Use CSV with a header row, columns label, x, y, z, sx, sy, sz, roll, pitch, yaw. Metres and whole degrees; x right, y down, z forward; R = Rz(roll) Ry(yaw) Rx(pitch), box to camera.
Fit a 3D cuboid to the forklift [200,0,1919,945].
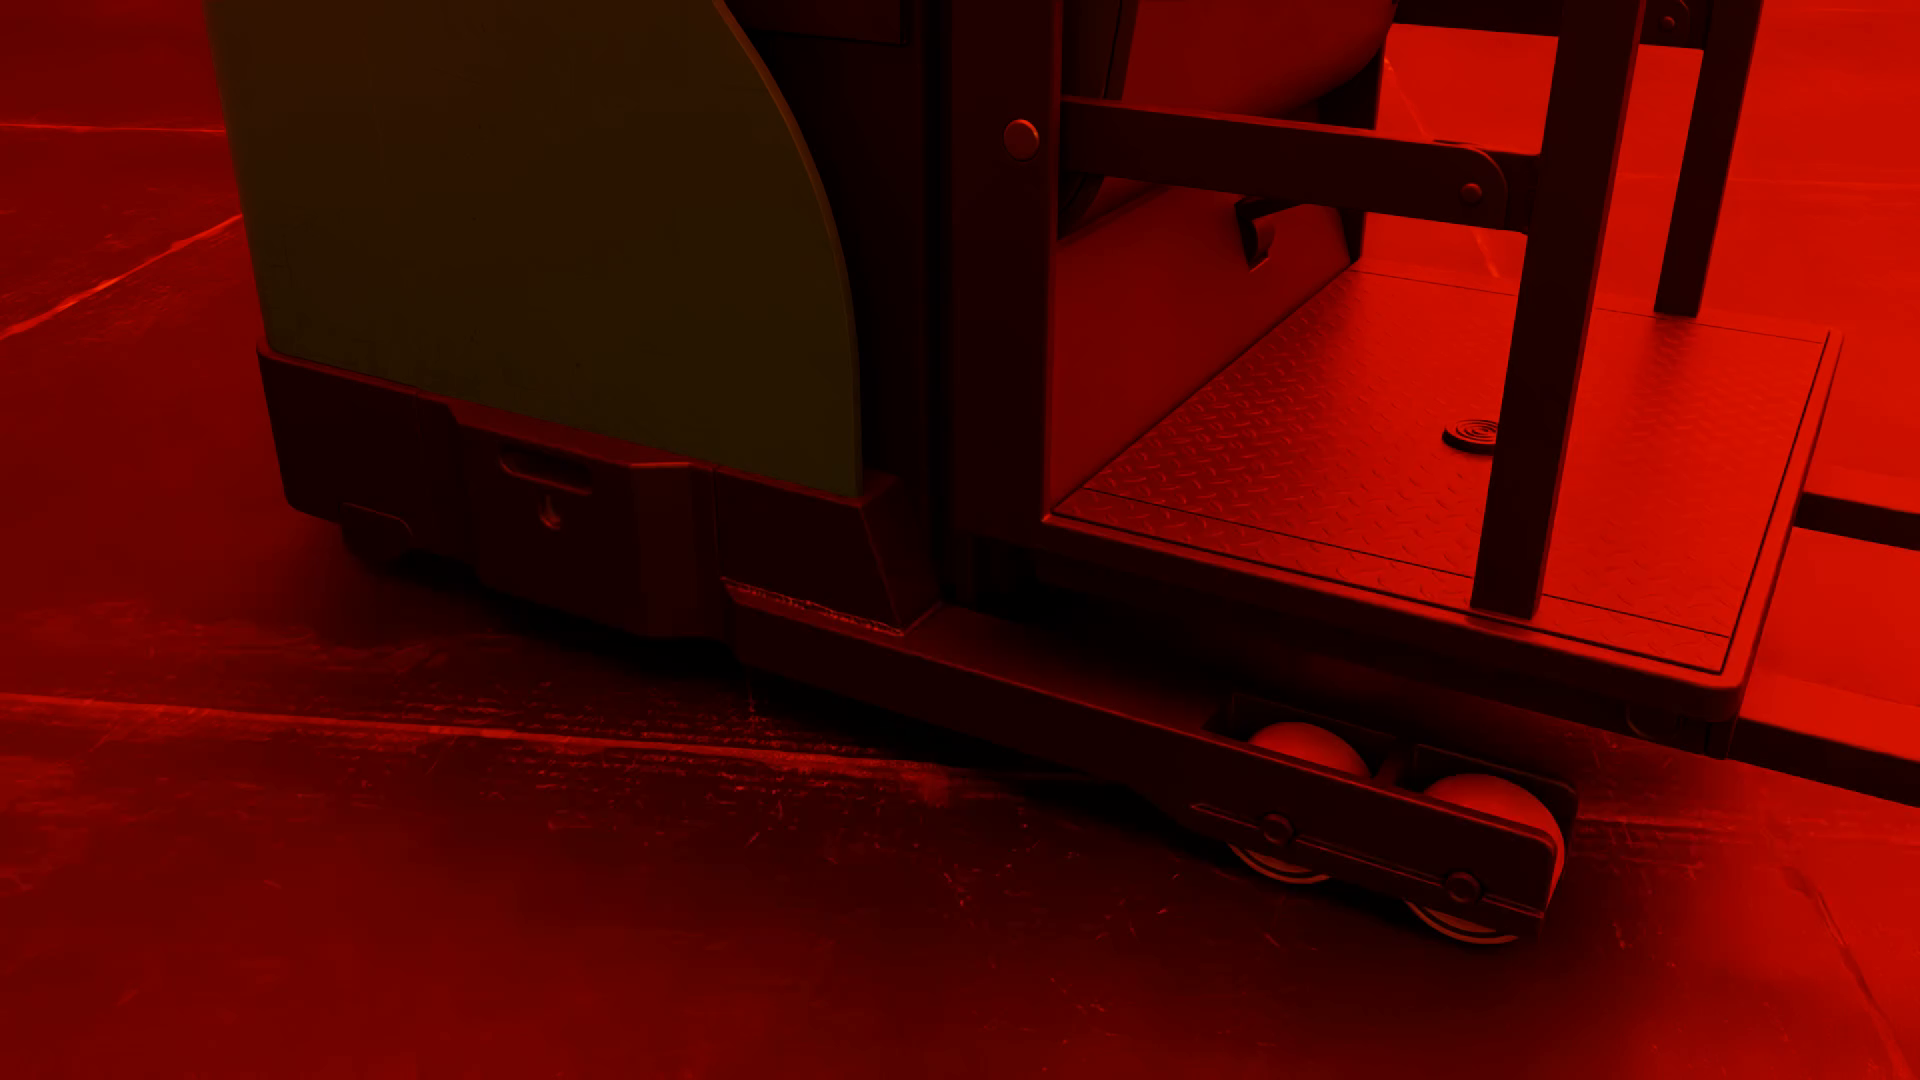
label,x,y,z,sx,sy,sz,roll,pitch,yaw
forklift,0.529,-1.176,1.574,3.031,2.935,1.130,14,30,26
